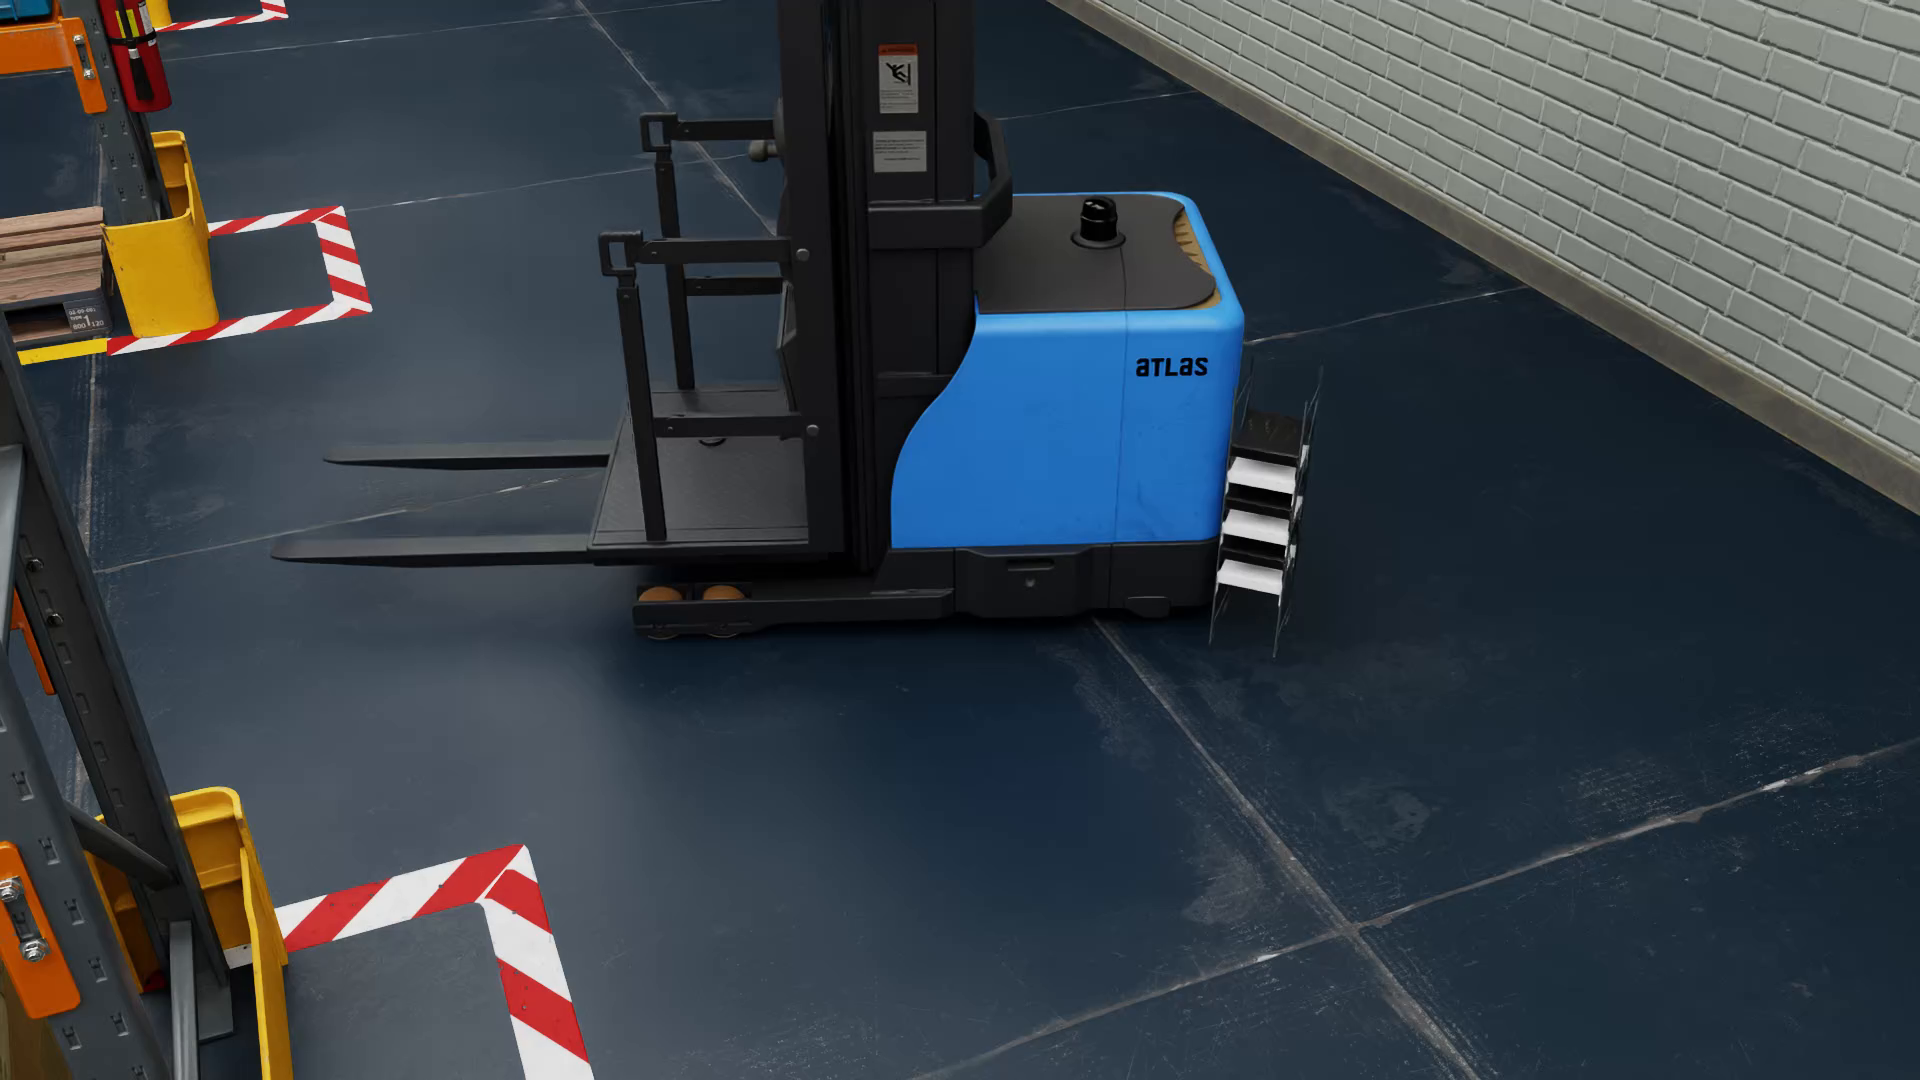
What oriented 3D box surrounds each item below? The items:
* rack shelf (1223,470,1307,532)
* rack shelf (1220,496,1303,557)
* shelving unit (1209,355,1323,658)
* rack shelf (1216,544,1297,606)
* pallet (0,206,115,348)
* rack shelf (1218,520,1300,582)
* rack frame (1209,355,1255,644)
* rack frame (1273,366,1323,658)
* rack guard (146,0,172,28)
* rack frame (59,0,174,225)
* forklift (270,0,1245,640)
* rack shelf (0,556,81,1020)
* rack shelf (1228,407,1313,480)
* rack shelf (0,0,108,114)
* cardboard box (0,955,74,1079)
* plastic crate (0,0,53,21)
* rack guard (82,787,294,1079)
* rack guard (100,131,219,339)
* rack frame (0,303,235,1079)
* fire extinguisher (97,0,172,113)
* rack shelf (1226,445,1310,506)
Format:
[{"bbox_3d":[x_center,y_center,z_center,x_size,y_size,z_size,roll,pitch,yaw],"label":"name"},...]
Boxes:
[{"bbox_3d":[0.926,-0.139,5.034,0.200,0.077,0.258,12,35,17],"label":"rack shelf"},{"bbox_3d":[0.926,-0.063,5.083,0.200,0.077,0.258,12,35,17],"label":"rack shelf"},{"bbox_3d":[0.926,-0.091,5.065,0.210,0.900,0.258,12,35,17],"label":"shelving unit"},{"bbox_3d":[0.926,0.088,5.181,0.200,0.077,0.258,12,35,17],"label":"rack shelf"},{"bbox_3d":[-4.365,-1.097,7.243,1.213,0.211,1.003,-13,35,-19],"label":"pallet"},{"bbox_3d":[0.926,0.012,5.132,0.200,0.077,0.258,12,35,17],"label":"rack shelf"},{"bbox_3d":[0.831,-0.111,5.096,0.006,0.900,0.240,12,35,17],"label":"rack frame"},{"bbox_3d":[1.021,-0.071,5.035,0.006,0.900,0.240,12,35,17],"label":"rack frame"},{"bbox_3d":[-5.574,-3.849,11.207,0.348,0.500,1.175,-13,35,-19],"label":"rack guard"},{"bbox_3d":[-3.589,-2.421,6.720,0.127,3.000,1.000,-13,35,-19],"label":"rack frame"},{"bbox_3d":[-0.687,-1.208,4.919,3.031,2.935,1.130,-1,33,-2],"label":"forklift"},{"bbox_3d":[-3.516,0.794,2.440,4.000,0.370,1.077,-13,35,-19],"label":"rack shelf"},{"bbox_3d":[0.926,-0.290,4.936,0.200,0.077,0.258,12,35,17],"label":"rack shelf"},{"bbox_3d":[-5.434,-1.697,6.267,4.000,0.370,1.077,-13,35,-19],"label":"rack shelf"},{"bbox_3d":[-2.231,0.960,3.088,0.875,0.875,0.875,-13,35,-19],"label":"cardboard box"},{"bbox_3d":[-3.826,-2.296,6.441,0.499,0.435,0.616,-13,35,-19],"label":"plastic crate"},{"bbox_3d":[-1.650,1.112,3.582,0.348,0.500,1.175,-13,35,-19],"label":"rack guard"},{"bbox_3d":[-3.572,-1.385,7.420,0.348,0.500,1.175,-13,35,-19],"label":"rack guard"},{"bbox_3d":[-1.672,0.070,2.892,0.127,3.000,1.000,-13,35,-19],"label":"rack frame"},{"bbox_3d":[-3.274,-2.035,6.541,0.183,0.674,0.296,-13,35,-19],"label":"fire extinguisher"},{"bbox_3d":[0.926,-0.214,4.985,0.200,0.077,0.258,12,35,17],"label":"rack shelf"}]
